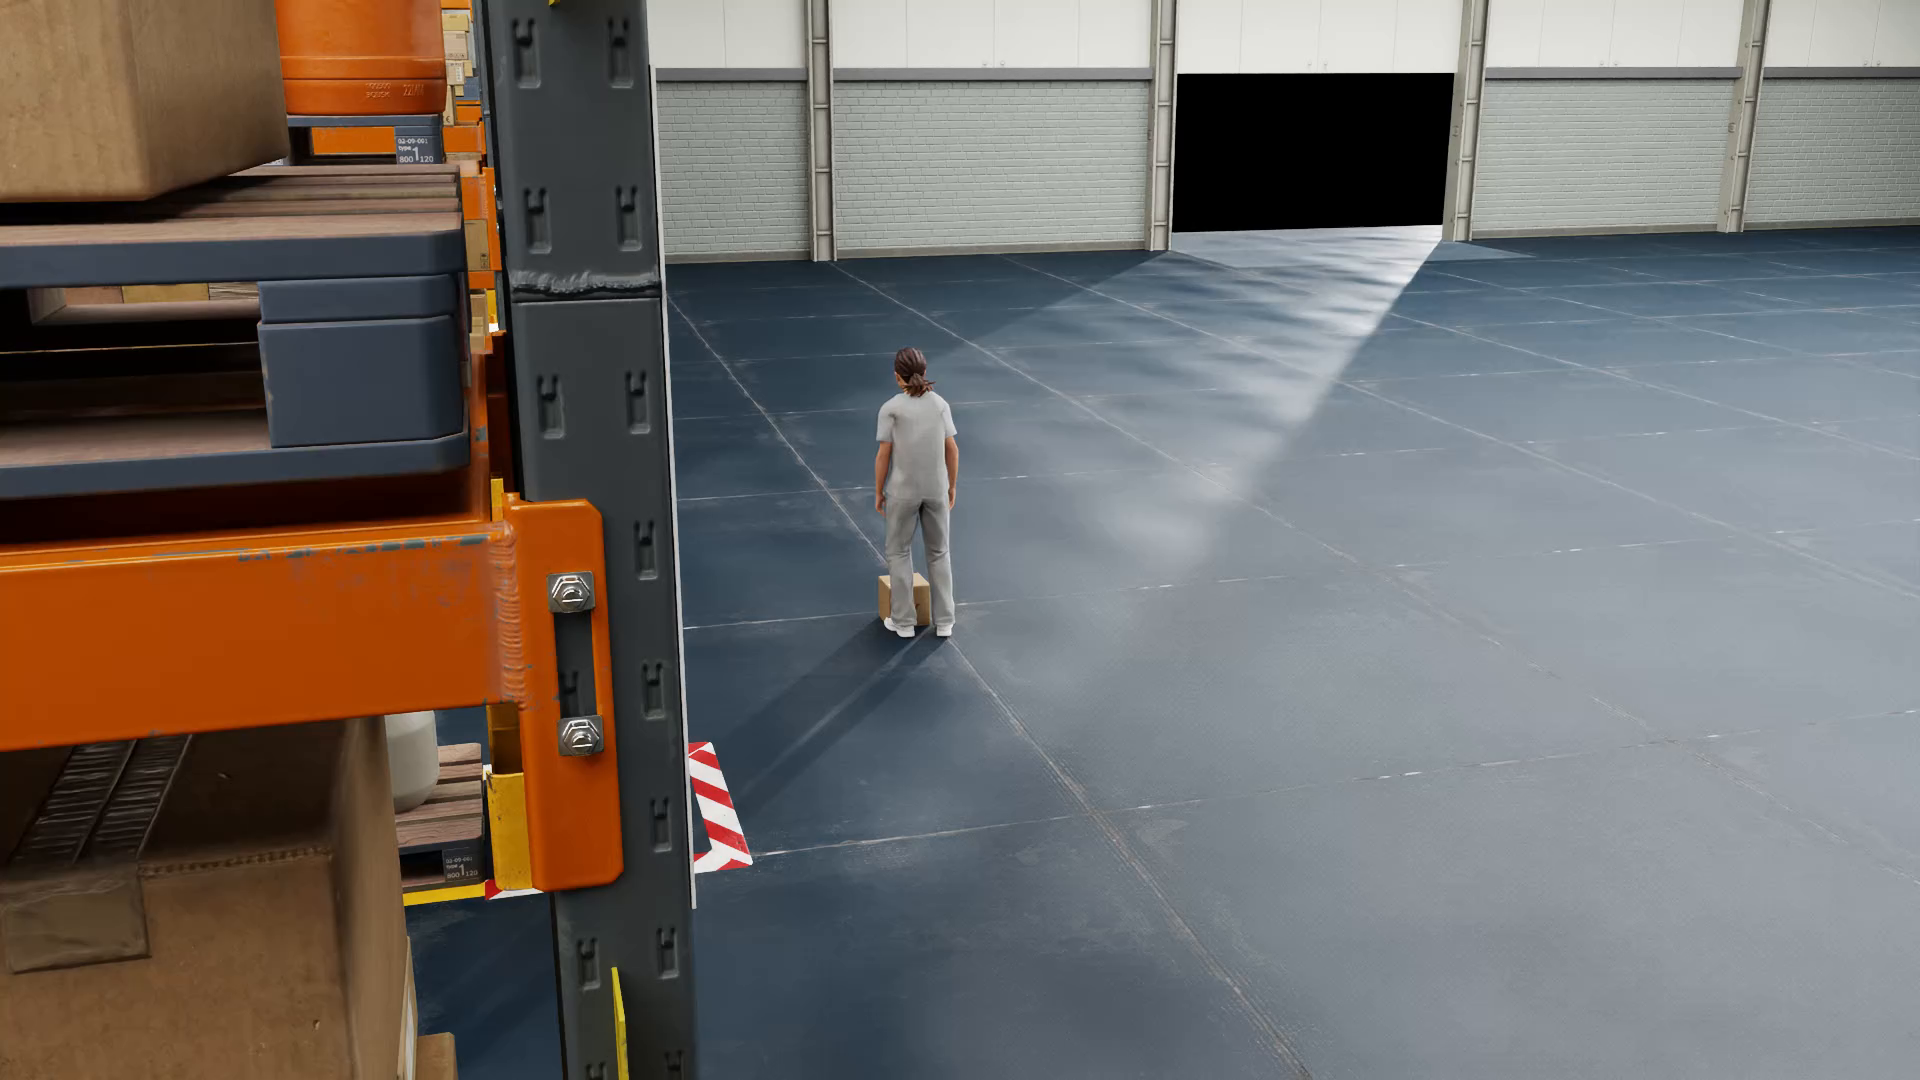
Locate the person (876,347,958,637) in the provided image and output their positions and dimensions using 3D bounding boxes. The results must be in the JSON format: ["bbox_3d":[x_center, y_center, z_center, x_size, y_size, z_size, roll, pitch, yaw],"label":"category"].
[{"bbox_3d":[-0.256,-0.266,9.458,0.487,1.672,0.413,-5,17,-17],"label":"person"}]
